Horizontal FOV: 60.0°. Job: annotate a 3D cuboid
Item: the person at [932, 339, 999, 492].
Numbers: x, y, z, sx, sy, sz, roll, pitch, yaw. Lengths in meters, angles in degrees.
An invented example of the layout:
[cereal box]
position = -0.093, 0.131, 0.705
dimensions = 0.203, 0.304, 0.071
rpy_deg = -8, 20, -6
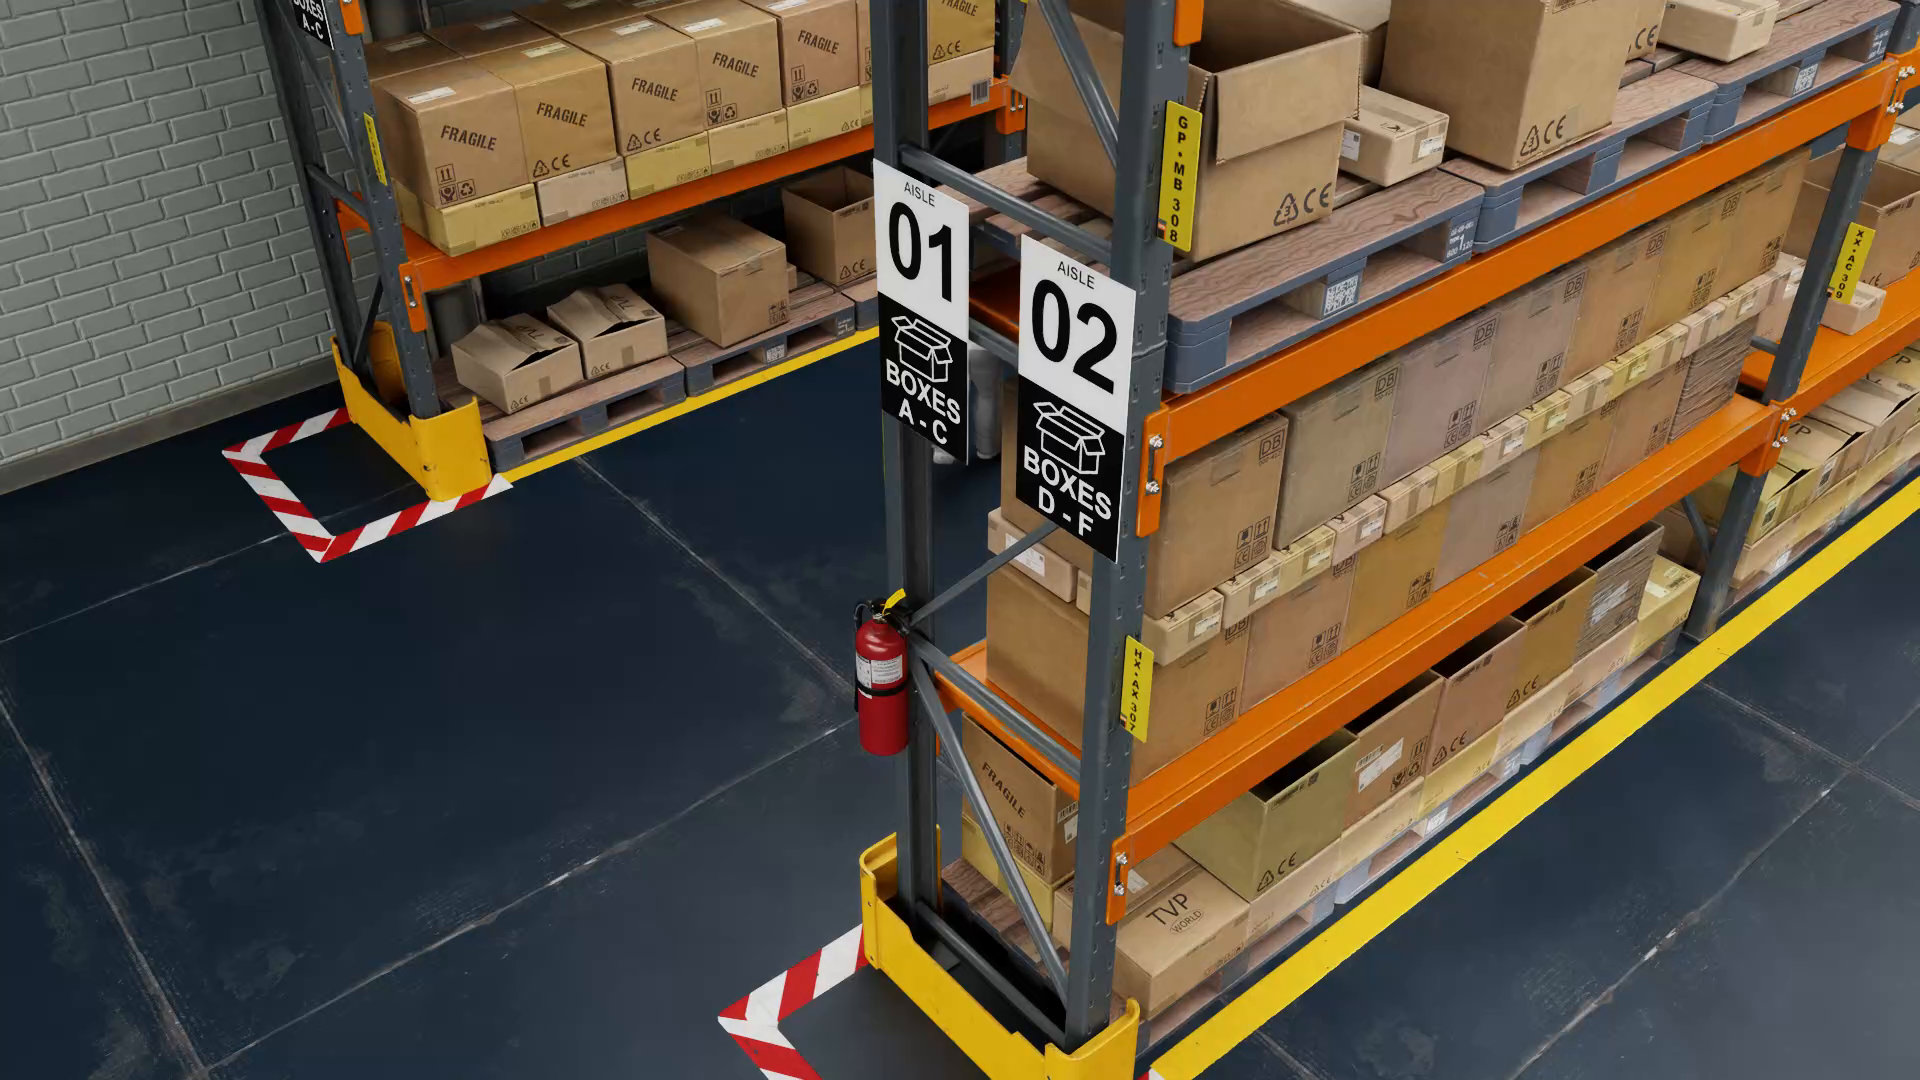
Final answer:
[person]
position = 0.009, -1.044, 8.484
dimensions = 0.333, 1.696, 0.533
rpy_deg = -25, 43, -30
